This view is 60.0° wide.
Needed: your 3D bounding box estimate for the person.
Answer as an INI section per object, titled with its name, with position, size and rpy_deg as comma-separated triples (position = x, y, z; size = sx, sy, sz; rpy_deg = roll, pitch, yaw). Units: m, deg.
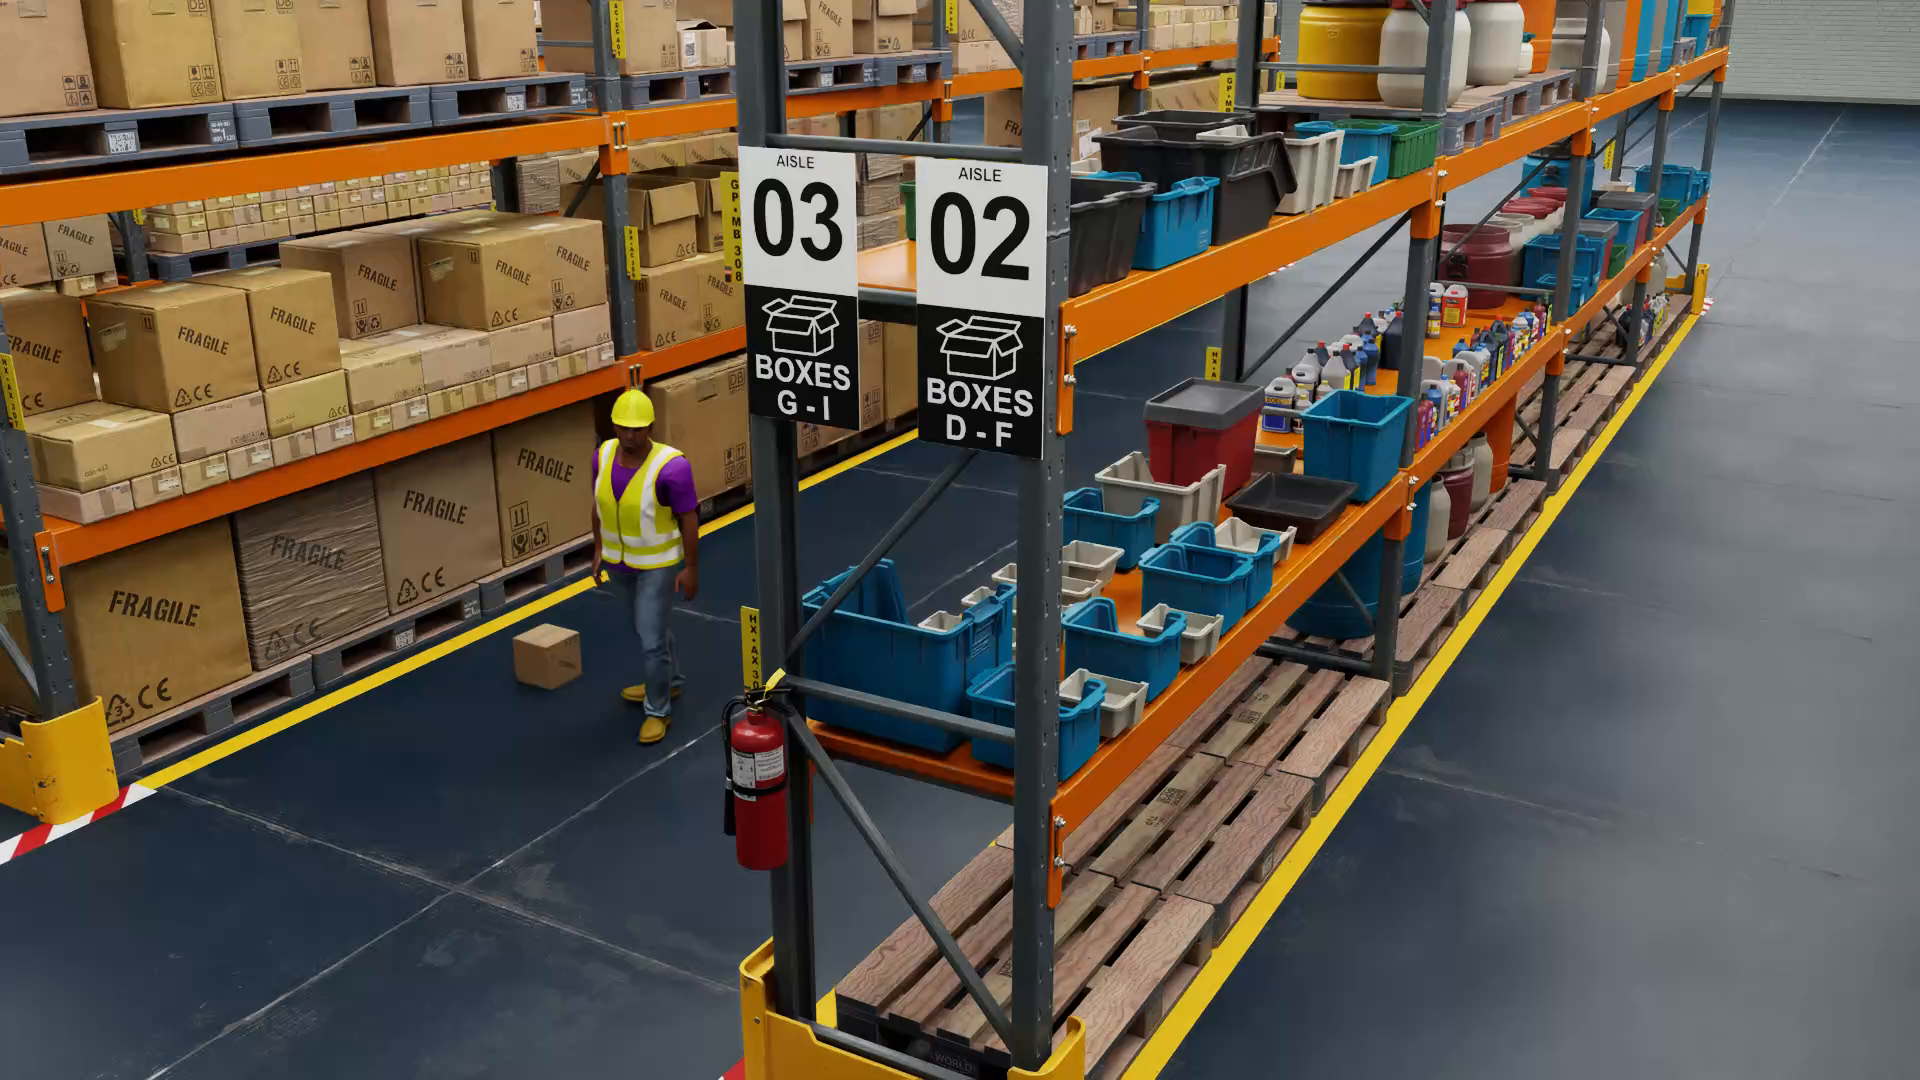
[person]
position = -1.548, 0.059, 8.275
size = 0.590, 1.698, 0.517
rpy_deg = 10, 22, 27
